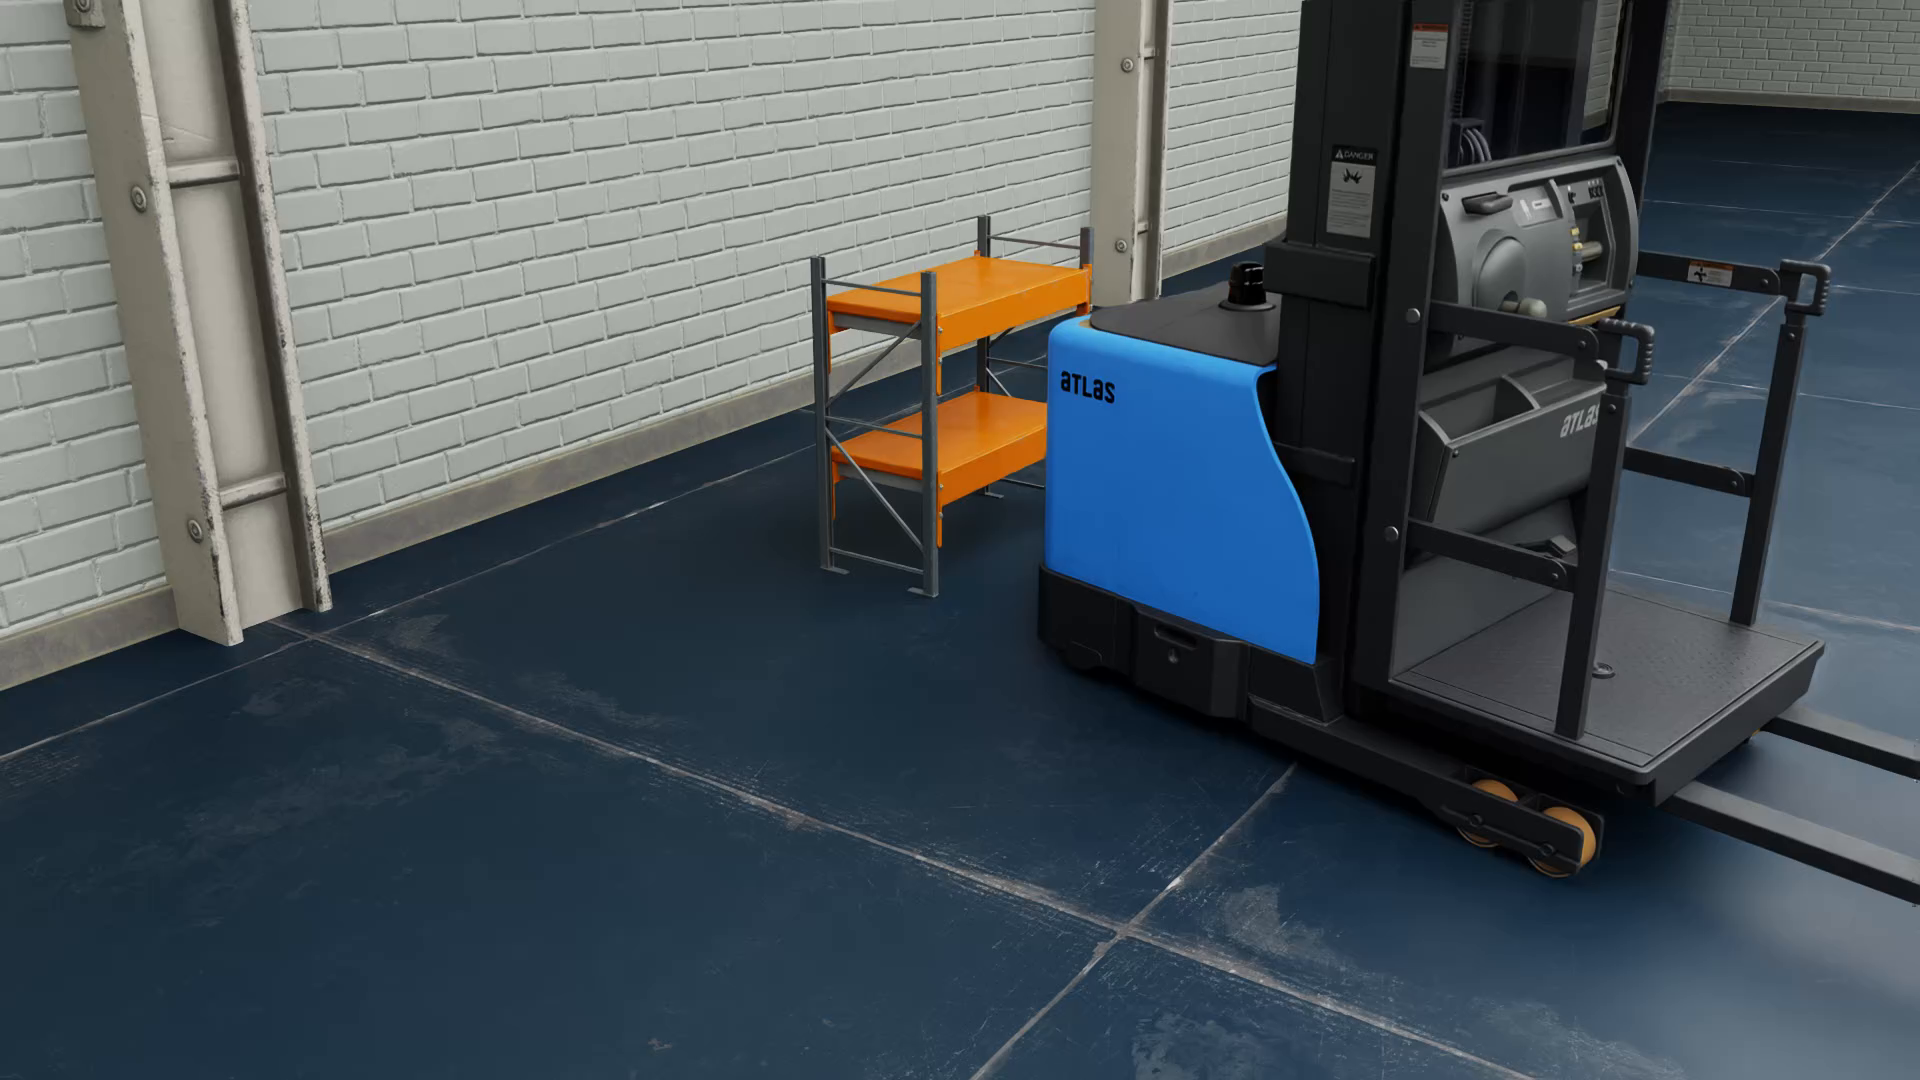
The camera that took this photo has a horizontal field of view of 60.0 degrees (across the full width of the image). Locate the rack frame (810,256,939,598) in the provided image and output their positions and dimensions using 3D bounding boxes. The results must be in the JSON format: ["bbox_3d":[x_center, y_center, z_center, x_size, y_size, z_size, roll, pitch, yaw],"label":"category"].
[{"bbox_3d":[-0.290,-0.380,5.670,0.500,1.125,0.032,13,24,32],"label":"rack frame"}]

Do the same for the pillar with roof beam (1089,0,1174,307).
[{"bbox_3d":[4.569,-4.847,6.397,9.100,9.000,0.400,13,24,32],"label":"pillar with roof beam"}]

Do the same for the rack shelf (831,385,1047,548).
[{"bbox_3d":[-0.004,-0.296,6.149,0.538,0.278,1.000,13,24,32],"label":"rack shelf"}]

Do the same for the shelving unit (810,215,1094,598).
[{"bbox_3d":[-0.004,-0.526,6.065,0.538,1.125,1.048,13,24,32],"label":"shelving unit"}]

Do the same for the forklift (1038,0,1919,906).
[{"bbox_3d":[1.626,-0.756,4.083,1.130,2.935,3.031,-18,27,-40],"label":"forklift"}]

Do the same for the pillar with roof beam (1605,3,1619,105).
[{"bbox_3d":[11.315,-8.290,15.705,9.100,9.000,0.400,13,24,32],"label":"pillar with roof beam"}]

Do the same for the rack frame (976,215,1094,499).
[{"bbox_3d":[0.282,-0.671,6.459,0.500,1.125,0.032,13,24,32],"label":"rack frame"}]

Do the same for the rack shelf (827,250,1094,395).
[{"bbox_3d":[-0.004,-0.800,5.963,0.538,0.278,1.000,13,24,32],"label":"rack shelf"}]

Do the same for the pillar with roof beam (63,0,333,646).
[{"bbox_3d":[1.197,-3.125,1.743,9.100,9.000,0.400,13,24,32],"label":"pillar with roof beam"}]
